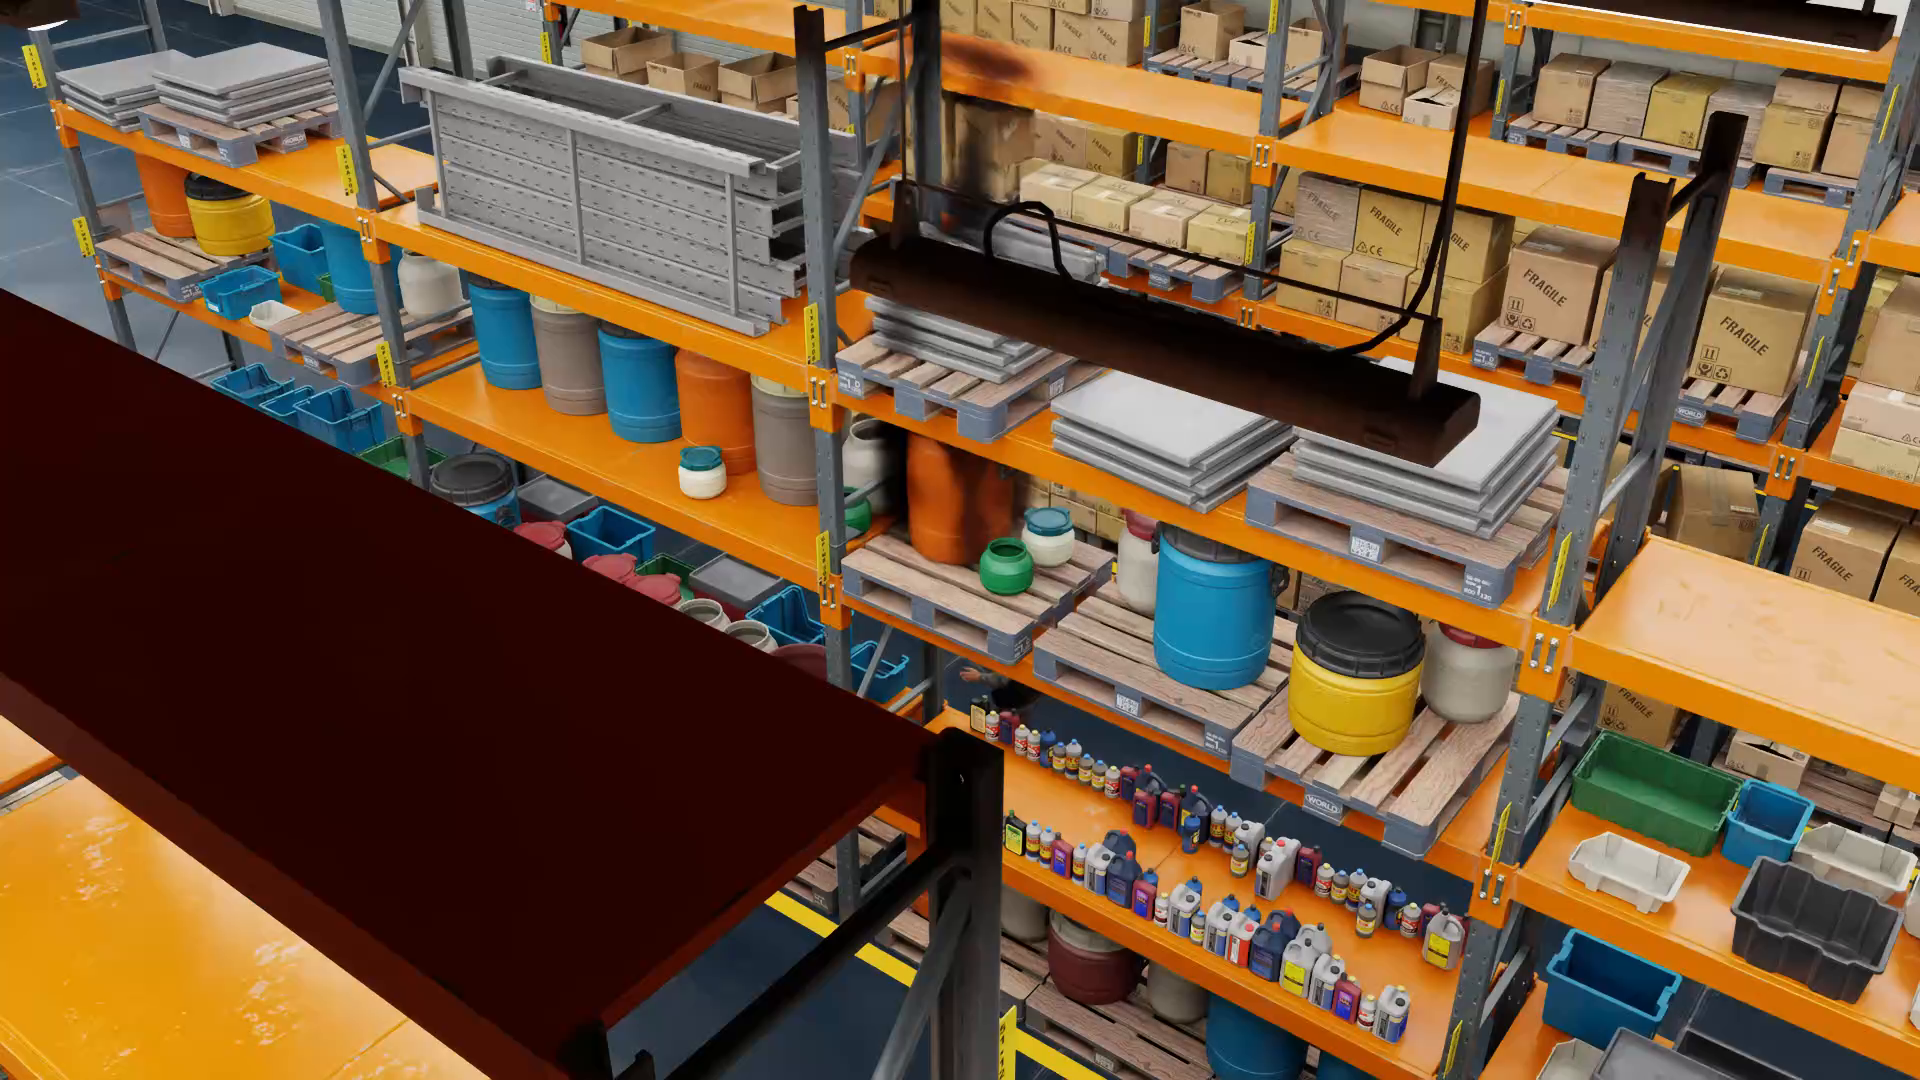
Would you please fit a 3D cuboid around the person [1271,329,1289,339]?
[{"bbox_3d":[3.079,-1.387,16.000,0.583,1.639,0.574,21,37,31],"label":"person"}]

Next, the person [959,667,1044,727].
[{"bbox_3d":[0.471,1.133,11.813,0.882,1.709,0.646,20,37,29],"label":"person"}]
